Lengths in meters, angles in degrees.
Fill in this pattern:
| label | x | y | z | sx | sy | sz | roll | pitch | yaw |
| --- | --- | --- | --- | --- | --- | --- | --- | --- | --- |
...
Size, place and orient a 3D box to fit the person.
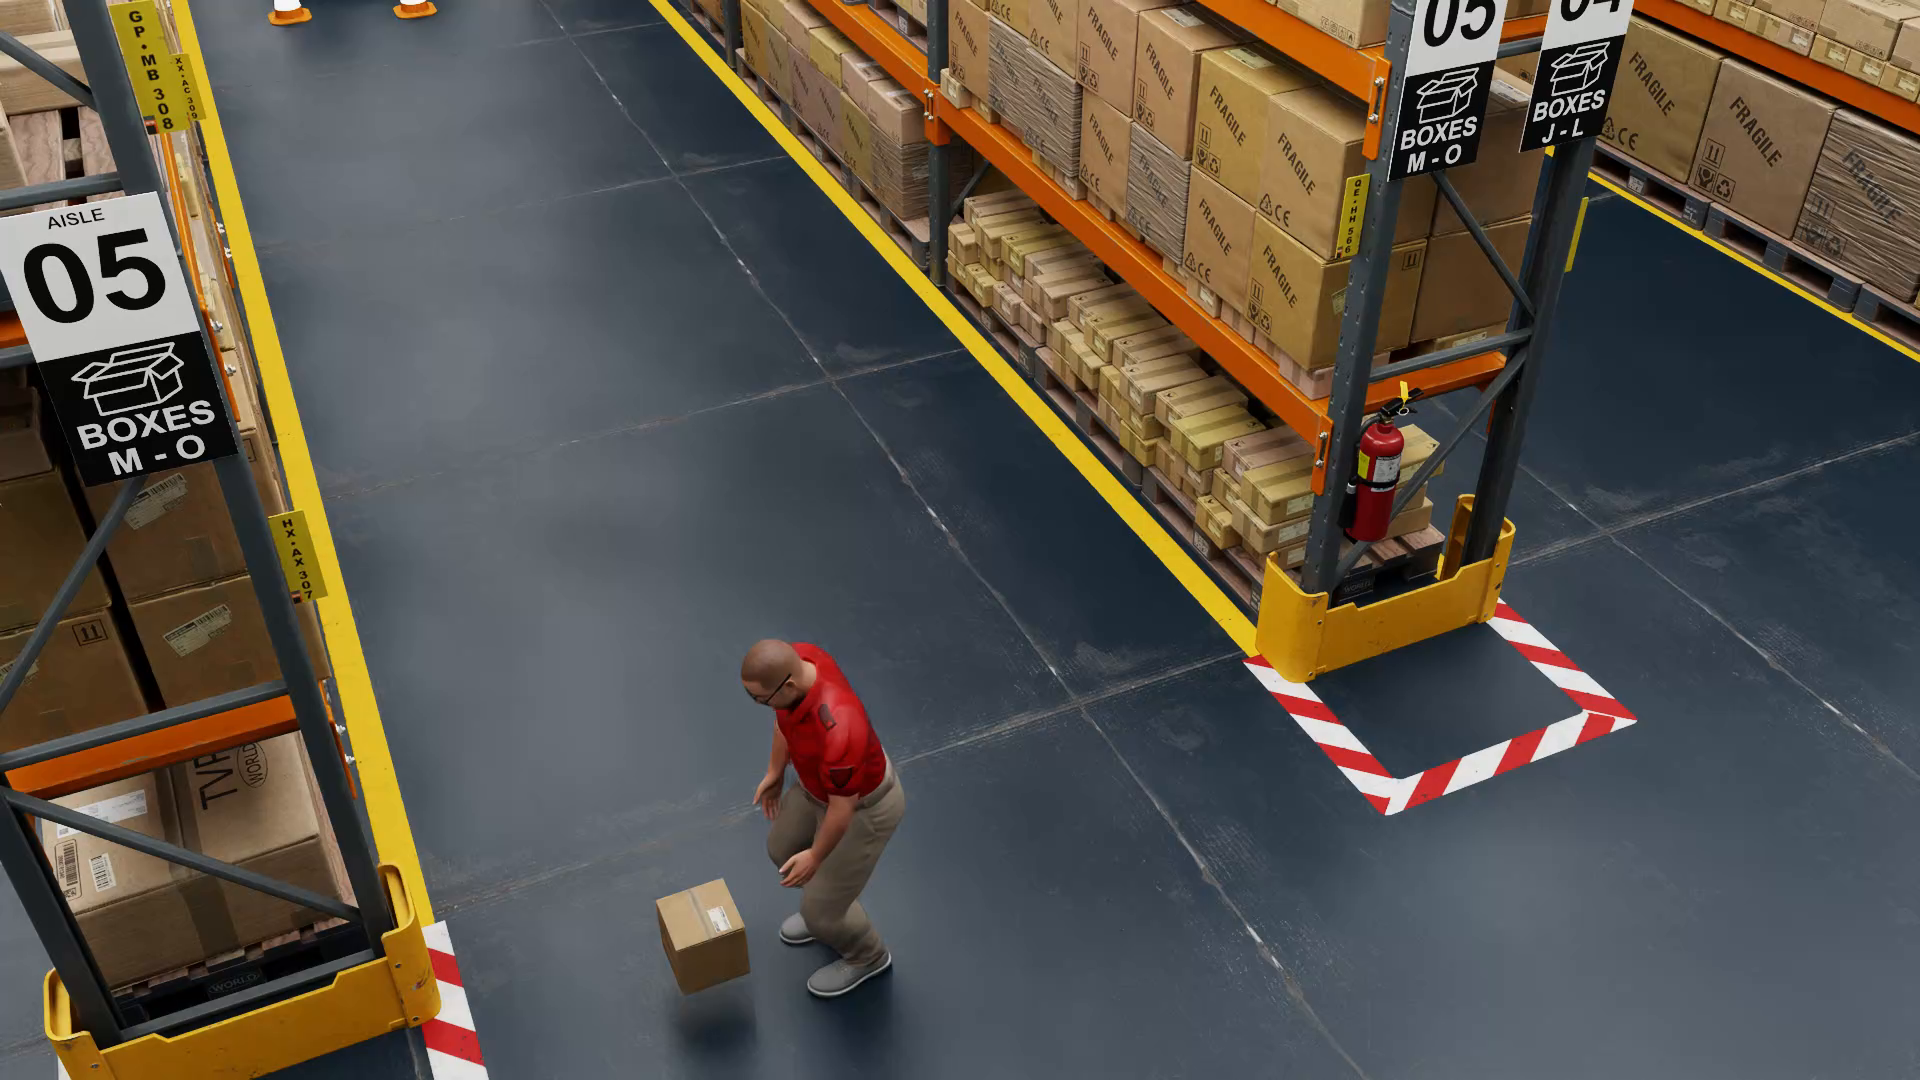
| label | x | y | z | sx | sy | sz | roll | pitch | yaw |
| --- | --- | --- | --- | --- | --- | --- | --- | --- | --- |
| person | -0.452 | 0.927 | 5.757 | 0.526 | 1.602 | 0.575 | -15 | 40 | -19 |
